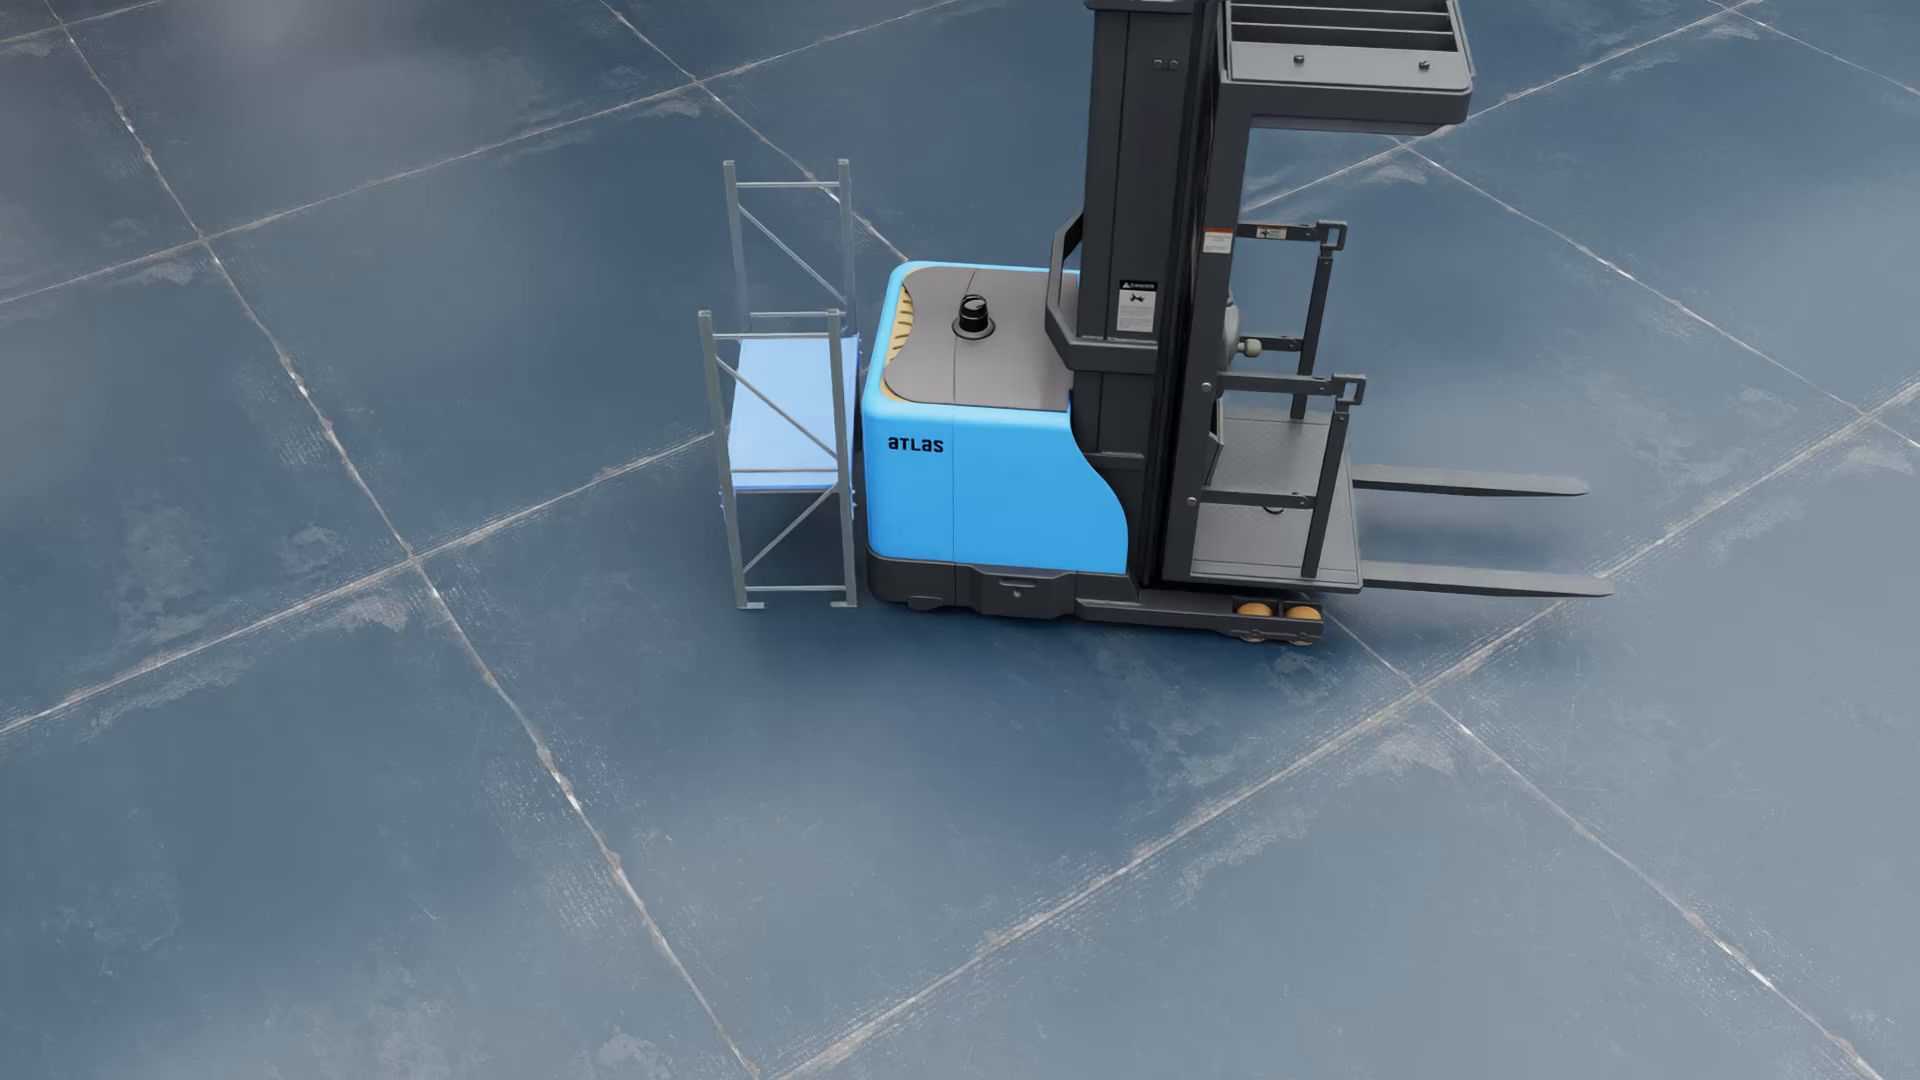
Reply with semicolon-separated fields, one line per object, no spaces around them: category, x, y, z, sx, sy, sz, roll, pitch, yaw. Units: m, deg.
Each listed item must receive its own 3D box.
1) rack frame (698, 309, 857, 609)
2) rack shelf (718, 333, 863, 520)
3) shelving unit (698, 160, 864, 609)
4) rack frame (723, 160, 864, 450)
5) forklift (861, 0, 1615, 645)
rack frame;-0.680;-0.267;6.434;0.500;1.500;0.032;-1;44;-1
rack shelf;-0.688;-0.488;6.926;0.538;0.185;1.000;-1;44;-1
shelving unit;-0.688;-0.618;6.802;0.538;1.500;1.048;-1;44;-1
rack frame;-0.696;-0.969;7.170;0.500;1.500;0.032;-1;44;-1
forklift;1.163;-1.018;6.185;3.031;2.935;1.130;4;44;4
